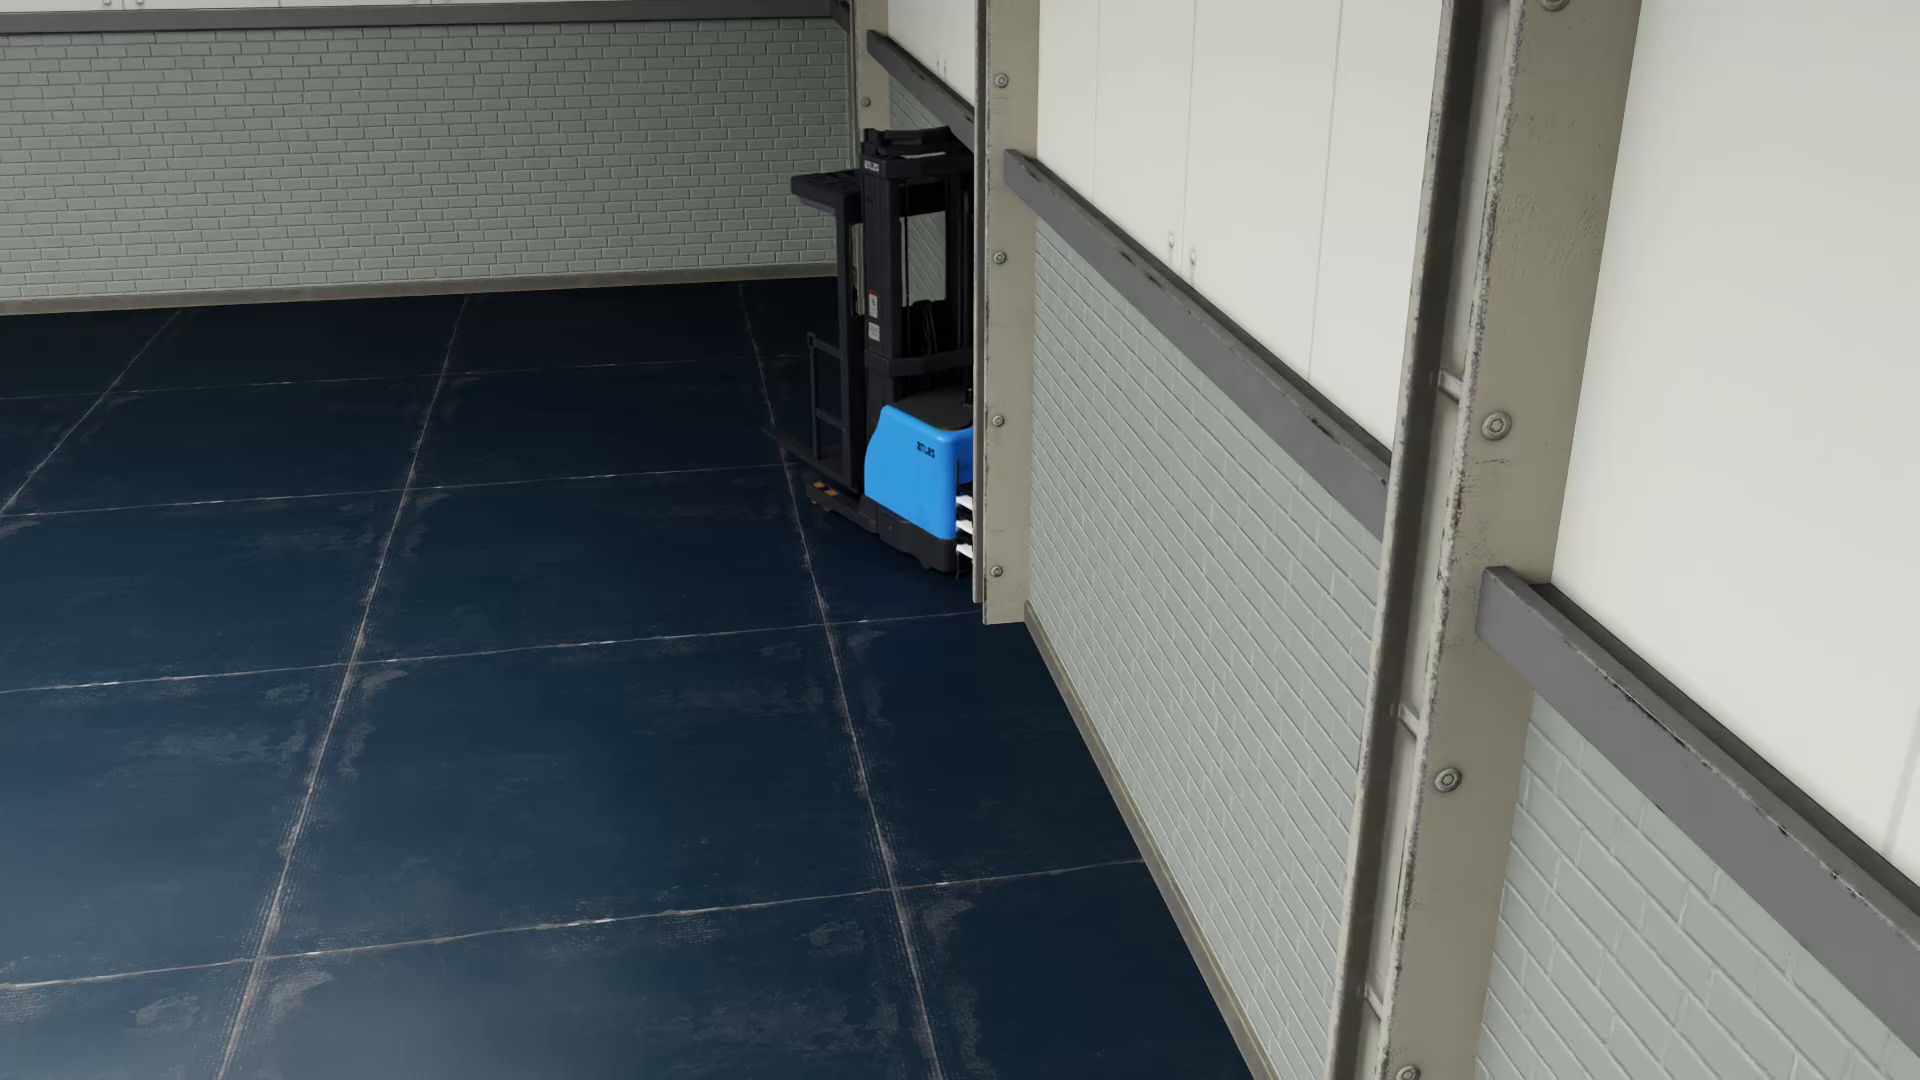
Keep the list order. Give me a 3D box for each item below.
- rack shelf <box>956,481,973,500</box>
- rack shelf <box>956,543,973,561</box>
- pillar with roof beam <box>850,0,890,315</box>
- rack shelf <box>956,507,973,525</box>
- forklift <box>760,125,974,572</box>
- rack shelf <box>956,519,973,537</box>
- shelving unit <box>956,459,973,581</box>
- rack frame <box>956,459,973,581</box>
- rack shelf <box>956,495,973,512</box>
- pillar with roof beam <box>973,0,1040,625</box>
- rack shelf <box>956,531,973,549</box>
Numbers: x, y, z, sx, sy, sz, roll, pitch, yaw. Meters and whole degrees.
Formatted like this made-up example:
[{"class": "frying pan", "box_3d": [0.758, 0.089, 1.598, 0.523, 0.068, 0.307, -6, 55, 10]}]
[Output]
[{"class": "rack shelf", "box_3d": [0.133, -0.339, 11.311, 0.258, 0.077, 0.200, -15, 28, -31]}, {"class": "rack shelf", "box_3d": [0.133, 0.073, 11.491, 0.258, 0.077, 0.200, -15, 28, -31]}, {"class": "pillar with roof beam", "box_3d": [-5.066, -5.696, 14.049, 9.100, 9.000, 0.400, -4, 24, -10]}, {"class": "rack shelf", "box_3d": [0.133, -0.174, 11.383, 0.258, 0.077, 0.200, -15, 28, -31]}, {"class": "forklift", "box_3d": [-0.537, -1.657, 12.382, 1.130, 2.935, 3.031, -15, 28, -31]}, {"class": "rack shelf", "box_3d": [0.133, -0.092, 11.419, 0.258, 0.077, 0.200, -15, 28, -31]}, {"class": "shelving unit", "box_3d": [0.133, -0.122, 11.405, 0.258, 0.900, 0.210, -15, 28, -31]}, {"class": "rack frame", "box_3d": [0.075, -0.156, 11.482, 0.240, 0.900, 0.006, -15, 28, -31]}, {"class": "rack shelf", "box_3d": [0.133, -0.257, 11.347, 0.258, 0.077, 0.200, -15, 28, -31]}, {"class": "pillar with roof beam", "box_3d": [-3.956, -3.336, 8.645, 9.100, 9.000, 0.400, -4, 24, -10]}, {"class": "rack shelf", "box_3d": [0.133, -0.009, 11.455, 0.258, 0.077, 0.200, -15, 28, -31]}]
